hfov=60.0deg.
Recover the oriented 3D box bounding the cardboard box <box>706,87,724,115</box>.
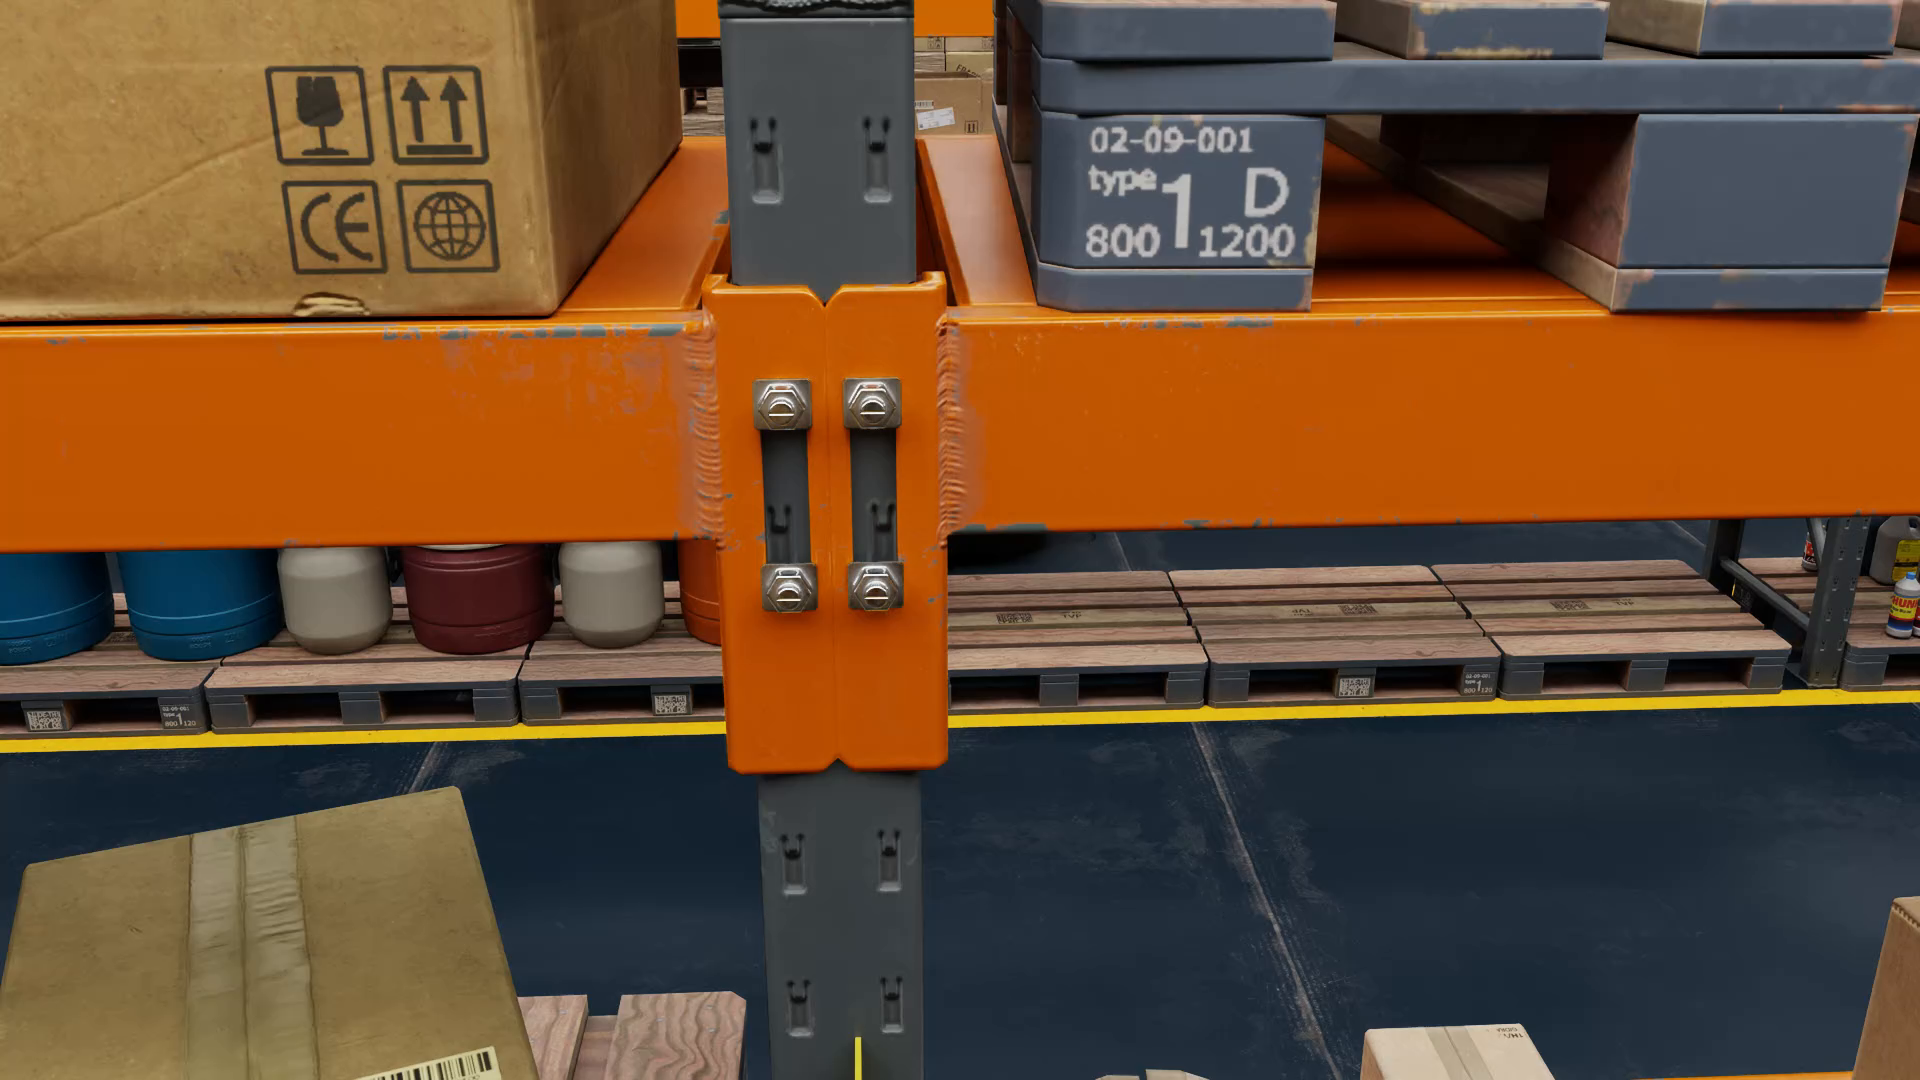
[{"bbox_3d":[-1.414,-3.139,11.101,0.637,0.503,0.797,0,21,-1],"label":"cardboard box"}]

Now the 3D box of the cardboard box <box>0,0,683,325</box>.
[{"bbox_3d":[-0.555,-0.542,1.471,0.500,0.500,0.910,-1,21,-3],"label":"cardboard box"}]

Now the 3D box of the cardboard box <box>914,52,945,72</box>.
[{"bbox_3d":[-0.402,-4.357,15.708,0.500,0.500,0.500,-1,21,-2],"label":"cardboard box"}]

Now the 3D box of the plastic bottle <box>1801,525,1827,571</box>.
[{"bbox_3d":[3.937,0.029,7.643,0.097,0.201,0.097,0,21,0],"label":"plastic bottle"}]

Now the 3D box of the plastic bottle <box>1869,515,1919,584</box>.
[{"bbox_3d":[4.228,0.013,7.475,0.185,0.351,0.144,-1,21,-3],"label":"plastic bottle"}]

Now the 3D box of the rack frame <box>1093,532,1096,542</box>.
[{"bbox_3d":[0.688,-0.513,8.494,0.008,1.050,0.200,-2,21,-5],"label":"rack frame"}]

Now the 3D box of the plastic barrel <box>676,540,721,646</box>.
[{"bbox_3d":[-0.888,-0.039,6.969,0.708,0.830,0.600,-1,21,-3],"label":"plastic barrel"}]

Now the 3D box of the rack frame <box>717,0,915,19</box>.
[{"bbox_3d":[-0.121,-1.917,1.010,0.127,3.000,1.000,-1,21,-3],"label":"rack frame"}]

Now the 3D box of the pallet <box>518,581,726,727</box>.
[{"bbox_3d":[-1.185,0.461,7.115,1.213,0.211,1.003,-1,21,-3],"label":"pallet"}]

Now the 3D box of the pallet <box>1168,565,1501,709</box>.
[{"bbox_3d":[1.590,0.404,7.263,1.213,0.211,1.003,-1,21,-3],"label":"pallet"}]

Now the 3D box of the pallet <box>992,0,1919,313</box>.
[{"bbox_3d":[0.551,-0.473,1.697,1.003,0.211,1.213,0,21,-1],"label":"pallet"}]

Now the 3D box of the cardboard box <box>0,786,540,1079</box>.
[{"bbox_3d":[-0.744,0.696,1.846,0.500,0.500,0.700,-8,22,-21],"label":"cardboard box"}]

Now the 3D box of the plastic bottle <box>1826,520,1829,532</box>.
[{"bbox_3d":[4.054,-0.018,7.651,0.133,0.283,0.061,0,21,0],"label":"plastic bottle"}]

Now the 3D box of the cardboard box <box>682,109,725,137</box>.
[{"bbox_3d":[-1.660,-2.574,11.024,0.500,0.500,0.500,-1,21,-4],"label":"cardboard box"}]

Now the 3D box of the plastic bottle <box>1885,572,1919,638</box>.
[{"bbox_3d":[3.936,0.264,6.928,0.097,0.271,0.097,0,21,0],"label":"plastic bottle"}]

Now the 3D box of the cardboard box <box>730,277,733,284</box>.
[{"bbox_3d":[-1.373,-1.830,11.607,0.875,0.875,1.225,-2,21,-6],"label":"cardboard box"}]

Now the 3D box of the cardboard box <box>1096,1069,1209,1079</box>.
[{"bbox_3d":[0.244,0.936,2.072,0.500,0.311,0.500,0,21,0],"label":"cardboard box"}]

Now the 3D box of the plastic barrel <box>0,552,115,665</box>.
[{"bbox_3d":[-3.850,-0.013,6.798,0.708,0.901,0.600,-1,21,-3],"label":"plastic barrel"}]

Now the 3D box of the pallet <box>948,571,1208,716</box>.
[{"bbox_3d":[0.375,0.428,7.201,1.213,0.211,1.003,-1,21,-3],"label":"pallet"}]

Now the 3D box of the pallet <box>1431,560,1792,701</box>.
[{"bbox_3d":[2.811,0.378,7.331,1.213,0.211,1.003,-1,21,-3],"label":"pallet"}]

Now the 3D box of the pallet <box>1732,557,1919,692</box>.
[{"bbox_3d":[4.266,0.350,7.406,1.213,0.211,1.003,-1,21,-3],"label":"pallet"}]

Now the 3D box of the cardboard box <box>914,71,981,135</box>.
[{"bbox_3d":[-0.146,-2.901,11.294,0.500,0.500,0.500,-4,21,-10],"label":"cardboard box"}]

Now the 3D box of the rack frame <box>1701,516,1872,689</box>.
[{"bbox_3d":[3.593,-0.955,6.913,0.127,3.000,1.000,-1,21,-3],"label":"rack frame"}]

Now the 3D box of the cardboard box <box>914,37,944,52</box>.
[{"bbox_3d":[-0.417,-4.916,15.773,0.500,0.500,0.700,-1,21,-3],"label":"cardboard box"}]

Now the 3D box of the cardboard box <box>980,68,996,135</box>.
[{"bbox_3d":[0.405,-2.948,11.417,0.500,0.500,0.700,2,21,5],"label":"cardboard box"}]

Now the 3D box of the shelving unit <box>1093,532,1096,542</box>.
[{"bbox_3d":[0.566,-0.510,8.484,0.252,1.050,0.215,-2,21,-5],"label":"shelving unit"}]

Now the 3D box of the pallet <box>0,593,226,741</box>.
[{"bbox_3d":[-3.621,0.510,6.984,1.213,0.211,1.003,-1,21,-3],"label":"pallet"}]

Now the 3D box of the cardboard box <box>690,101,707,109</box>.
[{"bbox_3d":[-1.699,-2.755,11.501,0.500,0.500,0.500,-2,21,-5],"label":"cardboard box"}]

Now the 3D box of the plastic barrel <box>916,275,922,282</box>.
[{"bbox_3d":[0.046,-1.054,6.983,0.708,0.536,0.600,-1,21,-3],"label":"plastic barrel"}]

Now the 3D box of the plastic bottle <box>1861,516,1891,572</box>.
[{"bbox_3d":[4.220,-0.038,7.609,0.185,0.351,0.144,-2,21,-4],"label":"plastic bottle"}]

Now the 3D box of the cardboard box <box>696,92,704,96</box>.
[{"bbox_3d":[-2.834,-5.355,20.867,0.875,0.875,0.875,-1,21,-2],"label":"cardboard box"}]

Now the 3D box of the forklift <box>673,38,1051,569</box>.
[{"bbox_3d":[-1.089,-1.397,8.172,3.031,2.935,1.130,-2,21,-5],"label":"forklift"}]

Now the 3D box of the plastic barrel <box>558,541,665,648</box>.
[{"bbox_3d":[-1.447,0.152,6.912,0.421,0.512,0.421,0,21,0],"label":"plastic barrel"}]

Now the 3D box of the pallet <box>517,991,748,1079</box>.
[{"bbox_3d":[-0.794,1.015,2.010,1.003,0.211,1.213,-1,21,-3],"label":"pallet"}]

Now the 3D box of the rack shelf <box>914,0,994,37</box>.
[{"bbox_3d":[1.596,-1.980,6.400,4.000,0.370,1.077,-1,21,-3],"label":"rack shelf"}]

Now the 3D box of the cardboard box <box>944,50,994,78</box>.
[{"bbox_3d":[0.106,-4.368,15.738,0.500,0.500,0.500,-1,21,-4],"label":"cardboard box"}]

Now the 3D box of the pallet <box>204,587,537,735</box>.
[{"bbox_3d":[-2.400,0.484,7.052,1.213,0.211,1.003,-1,21,-3],"label":"pallet"}]

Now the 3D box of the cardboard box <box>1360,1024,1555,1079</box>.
[{"bbox_3d":[0.761,0.887,2.428,0.250,0.149,0.380,-1,21,-3],"label":"cardboard box"}]

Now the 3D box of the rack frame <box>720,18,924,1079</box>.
[{"bbox_3d":[-0.121,0.886,2.078,0.127,3.000,1.000,-1,21,-3],"label":"rack frame"}]

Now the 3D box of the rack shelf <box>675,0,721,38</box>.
[{"bbox_3d":[-2.397,-1.898,6.187,4.000,0.370,1.077,-1,21,-3],"label":"rack shelf"}]

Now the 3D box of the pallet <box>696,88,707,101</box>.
[{"bbox_3d":[-2.839,-4.252,15.844,1.213,0.211,1.003,-1,21,-3],"label":"pallet"}]

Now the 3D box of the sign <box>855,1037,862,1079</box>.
[{"bbox_3d":[-0.081,0.575,1.380,0.005,0.325,0.100,-1,21,-3],"label":"sign"}]

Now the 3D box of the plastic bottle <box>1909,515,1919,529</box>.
[{"bbox_3d":[4.411,-0.042,7.619,0.185,0.351,0.144,-2,21,-6],"label":"plastic bottle"}]

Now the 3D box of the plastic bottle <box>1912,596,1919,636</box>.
[{"bbox_3d":[4.038,0.295,6.946,0.097,0.201,0.097,0,21,0],"label":"plastic bottle"}]

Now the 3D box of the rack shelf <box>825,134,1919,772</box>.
[{"bbox_3d":[1.875,-0.220,1.779,4.000,0.370,1.077,-1,21,-3],"label":"rack shelf"}]

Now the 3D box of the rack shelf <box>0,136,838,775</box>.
[{"bbox_3d":[-2.118,-0.139,1.565,4.000,0.370,1.077,-1,21,-3],"label":"rack shelf"}]

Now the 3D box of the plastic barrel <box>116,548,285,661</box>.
[{"bbox_3d":[-3.143,-0.027,6.836,0.708,0.901,0.600,-1,21,-3],"label":"plastic barrel"}]

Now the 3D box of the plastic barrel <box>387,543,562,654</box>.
[{"bbox_3d":[-2.015,0.096,6.952,0.708,0.588,0.600,-1,21,-3],"label":"plastic barrel"}]

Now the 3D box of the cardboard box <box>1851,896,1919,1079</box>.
[{"bbox_3d":[1.553,0.800,2.165,0.500,0.500,0.500,-2,21,-6],"label":"cardboard box"}]

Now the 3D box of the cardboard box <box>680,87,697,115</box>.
[{"bbox_3d":[-2.065,-3.127,11.068,0.637,0.503,0.797,-1,21,-2],"label":"cardboard box"}]

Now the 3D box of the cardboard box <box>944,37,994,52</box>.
[{"bbox_3d":[0.088,-4.927,15.801,0.500,0.500,0.700,-1,21,-4],"label":"cardboard box"}]

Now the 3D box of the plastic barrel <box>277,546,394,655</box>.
[{"bbox_3d":[-2.574,0.175,6.852,0.421,0.512,0.421,0,21,0],"label":"plastic barrel"}]
